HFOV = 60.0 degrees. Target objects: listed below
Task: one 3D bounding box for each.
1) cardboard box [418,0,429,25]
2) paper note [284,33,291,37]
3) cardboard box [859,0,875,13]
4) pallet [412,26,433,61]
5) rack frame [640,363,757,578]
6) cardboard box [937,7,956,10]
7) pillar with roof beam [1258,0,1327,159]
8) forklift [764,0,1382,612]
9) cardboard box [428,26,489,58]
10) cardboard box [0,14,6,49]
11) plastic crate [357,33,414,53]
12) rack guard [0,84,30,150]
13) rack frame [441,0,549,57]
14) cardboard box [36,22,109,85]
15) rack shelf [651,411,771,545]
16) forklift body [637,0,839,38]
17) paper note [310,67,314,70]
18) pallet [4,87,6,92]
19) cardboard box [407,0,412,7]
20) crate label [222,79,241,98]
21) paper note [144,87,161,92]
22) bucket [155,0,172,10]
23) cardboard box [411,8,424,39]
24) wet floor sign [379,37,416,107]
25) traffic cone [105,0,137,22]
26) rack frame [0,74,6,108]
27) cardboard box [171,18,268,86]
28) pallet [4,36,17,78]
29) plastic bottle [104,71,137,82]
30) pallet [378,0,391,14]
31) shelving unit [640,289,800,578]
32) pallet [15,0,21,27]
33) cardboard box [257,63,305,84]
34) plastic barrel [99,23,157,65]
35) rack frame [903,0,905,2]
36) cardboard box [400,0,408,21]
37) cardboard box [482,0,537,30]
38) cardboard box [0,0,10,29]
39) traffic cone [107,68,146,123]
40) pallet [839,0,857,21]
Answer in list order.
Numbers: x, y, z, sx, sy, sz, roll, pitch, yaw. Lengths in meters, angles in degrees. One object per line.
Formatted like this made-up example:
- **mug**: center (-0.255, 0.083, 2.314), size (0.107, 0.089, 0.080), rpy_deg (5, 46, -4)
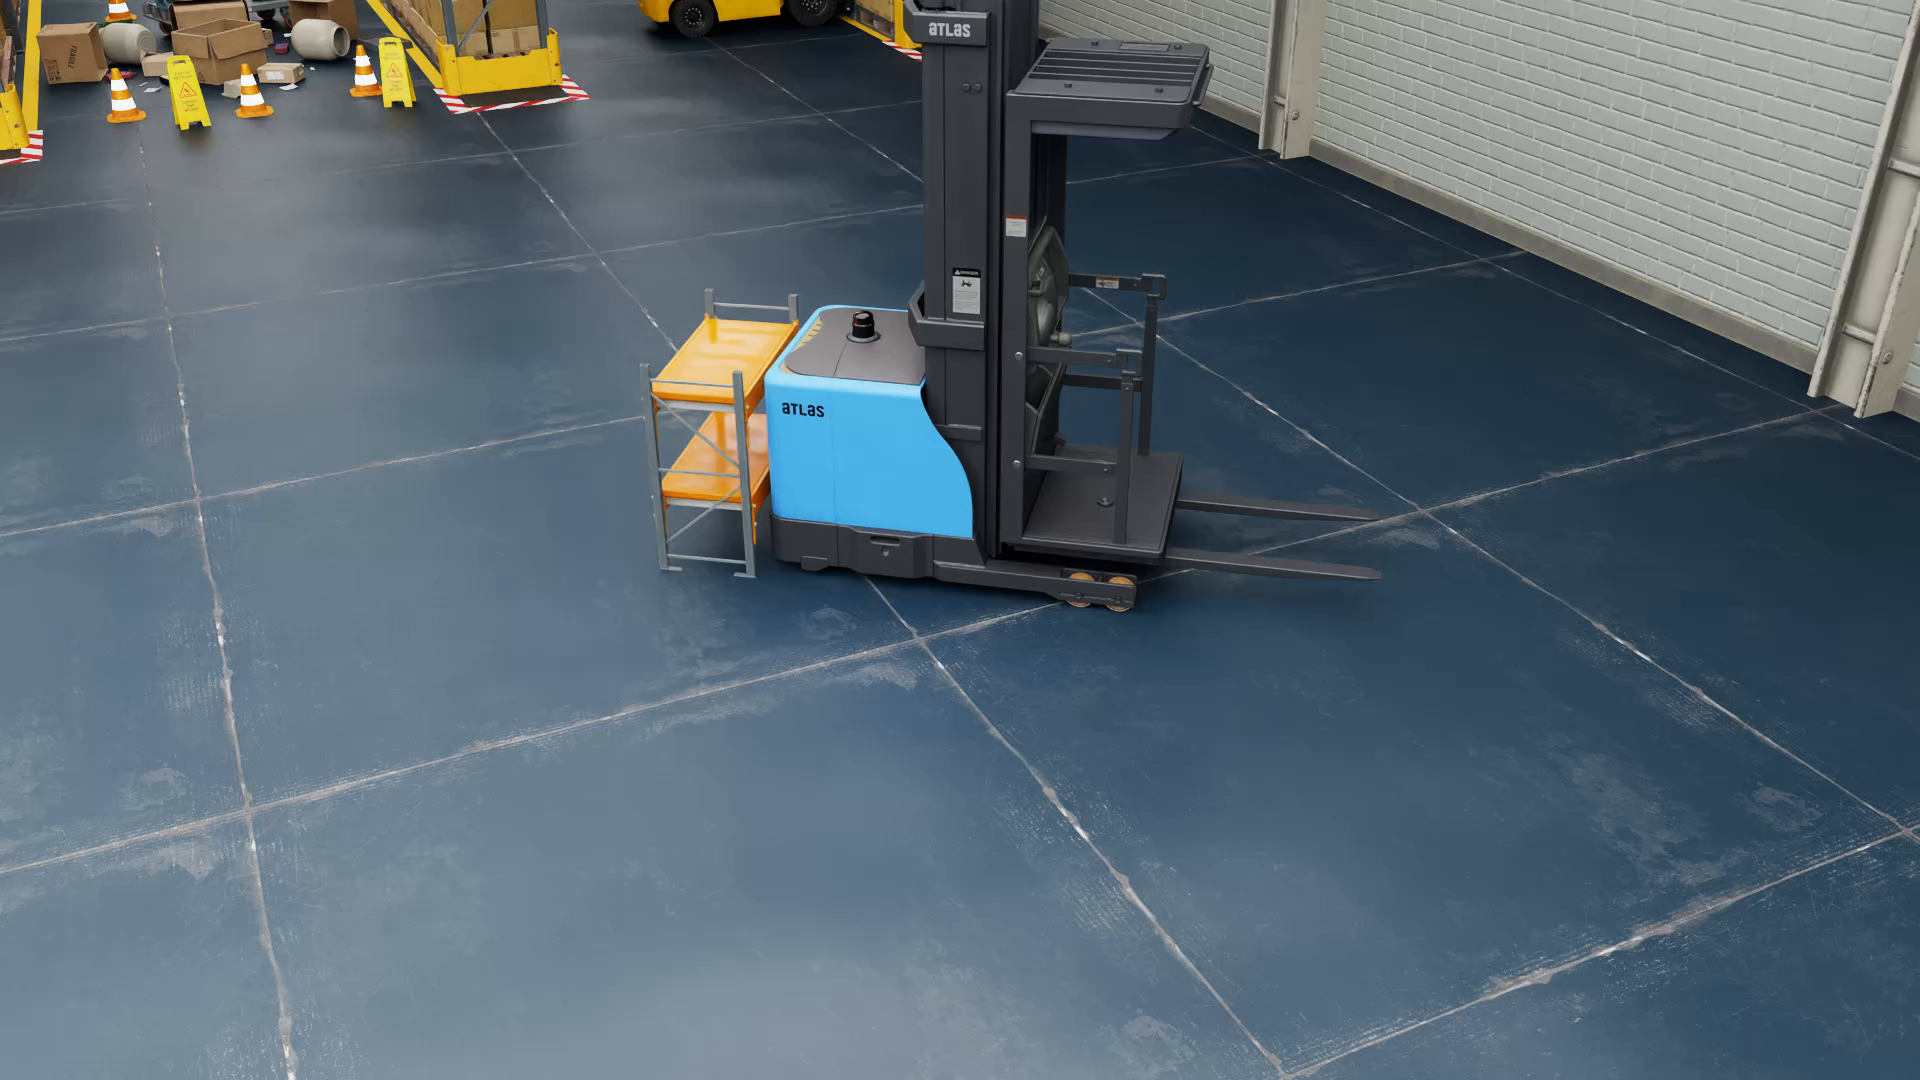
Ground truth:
- **cardboard box**: center (-5.450, -5.764, 17.578), size (0.500, 0.500, 0.500), rpy_deg (-12, 31, -20)
- **paper note**: center (-7.674, -5.804, 19.069), size (0.148, 0.019, 0.142), rpy_deg (-13, 32, -22)
- **cardboard box**: center (-0.854, -6.315, 19.327), size (0.500, 0.250, 0.500), rpy_deg (-13, 32, -22)
- **pallet**: center (-5.513, -5.646, 18.603), size (1.003, 0.211, 1.213), rpy_deg (-13, 32, -22)
- **rack frame**: center (-1.280, -0.326, 8.181), size (0.500, 1.125, 0.032), rpy_deg (5, 30, 9)
- **cardboard box**: center (-0.196, -6.210, 19.140), size (0.500, 0.250, 0.500), rpy_deg (-13, 32, -22)
- **pillar with roof beam**: center (-0.959, -6.527, 11.190), size (9.100, 9.000, 0.400), rpy_deg (-13, 32, -22)
- **forklift**: center (0.610, -1.214, 7.918), size (3.031, 2.935, 1.130), rpy_deg (6, 30, 11)
- **cardboard box**: center (-5.244, -5.219, 17.373), size (0.500, 0.250, 0.500), rpy_deg (-13, 32, -22)
- **cardboard box**: center (-10.581, -5.571, 17.361), size (0.875, 0.875, 0.875), rpy_deg (-13, 32, -21)
- **plastic crate**: center (-6.427, -5.552, 18.569), size (0.583, 0.080, 0.402), rpy_deg (26, 38, 38)
- **rack guard**: center (-9.061, -3.739, 14.907), size (1.175, 0.500, 0.348), rpy_deg (-13, 32, -22)
- **rack frame**: center (-4.644, -5.924, 16.248), size (1.000, 3.000, 0.127), rpy_deg (-13, 32, -22)
- **cardboard box**: center (-9.195, -5.048, 17.238), size (0.500, 0.500, 0.500), rpy_deg (-8, 30, -13)
- **rack shelf**: center (-1.192, -0.358, 8.738), size (0.538, 0.278, 1.000), rpy_deg (5, 30, 9)
- **forklift body**: center (-2.624, -7.053, 19.128), size (2.313, 2.155, 1.214), rpy_deg (-13, 32, -22)
- **paper note**: center (-6.891, -5.018, 17.689), size (0.032, 0.001, 0.123), rpy_deg (-13, 32, -22)
- **pallet**: center (-9.485, -3.961, 15.598), size (1.003, 0.211, 1.213), rpy_deg (-13, 32, -22)
- **cardboard box**: center (-5.890, -6.221, 18.393), size (0.500, 0.500, 0.500), rpy_deg (-11, 31, -19)
- **crate label**: center (-7.243, -4.546, 16.717), size (0.298, 0.136, 0.250), rpy_deg (19, 34, 30)
- **paper note**: center (-8.193, -4.575, 16.880), size (0.144, 0.017, 0.142), rpy_deg (-3, 29, -5)
- **bucket**: center (-8.647, -6.266, 18.651), size (0.726, 0.611, 0.620), rpy_deg (-3, 19, -5)
- **cardboard box**: center (-5.679, -5.669, 18.175), size (0.500, 0.250, 0.500), rpy_deg (-14, 32, -24)
- **wet floor sign**: center (-5.528, -4.589, 16.274), size (0.267, 0.644, 0.232), rpy_deg (-3, 29, -5)
- **traffic cone**: center (-10.000, -6.410, 19.708), size (0.336, 0.463, 0.334), rpy_deg (-13, 32, -22)
- **rack frame**: center (-9.071, -4.840, 14.315), size (1.000, 3.000, 0.127), rpy_deg (-13, 32, -22)
- **cardboard box**: center (-7.684, -5.080, 17.294), size (0.637, 0.503, 0.797), rpy_deg (13, 32, 21)
- **pallet**: center (-10.532, -5.039, 17.520), size (1.003, 0.211, 1.213), rpy_deg (-13, 32, -22)
- **plastic bottle**: center (-8.730, -4.829, 17.299), size (0.133, 0.061, 0.283), rpy_deg (26, 38, 38)
- **pallet**: center (-6.696, -6.819, 20.694), size (1.003, 0.211, 1.213), rpy_deg (-13, 32, -22)
- **shelving unit**: center (-1.192, -0.571, 8.618), size (0.538, 1.125, 1.048), rpy_deg (5, 30, 9)
- **pallet**: center (-11.715, -6.256, 19.690), size (1.003, 0.211, 1.213), rpy_deg (-13, 32, -22)
- **cardboard box**: center (-7.030, -4.835, 17.221), size (0.380, 0.149, 0.250), rpy_deg (2, 29, 4)
- **plastic barrel**: center (-8.916, -5.304, 17.777), size (0.512, 0.421, 0.421), rpy_deg (7, 30, 13)
- **rack frame**: center (-0.162, -6.968, 18.110), size (1.000, 3.000, 0.127), rpy_deg (-13, 32, -22)
- **cardboard box**: center (-6.112, -6.124, 18.987), size (0.500, 0.250, 0.500), rpy_deg (-11, 31, -19)
- **cardboard box**: center (-4.751, -5.660, 17.392), size (0.500, 0.500, 0.500), rpy_deg (-14, 32, -24)
- **cardboard box**: center (-11.136, -6.064, 18.369), size (1.050, 0.750, 0.750), rpy_deg (-13, 32, -22)
- **traffic cone**: center (-8.016, -4.267, 15.885), size (0.336, 0.463, 0.334), rpy_deg (-13, 32, -22)
- **pallet**: center (-1.048, -6.619, 20.338), size (1.003, 0.211, 1.213), rpy_deg (-13, 32, -22)
